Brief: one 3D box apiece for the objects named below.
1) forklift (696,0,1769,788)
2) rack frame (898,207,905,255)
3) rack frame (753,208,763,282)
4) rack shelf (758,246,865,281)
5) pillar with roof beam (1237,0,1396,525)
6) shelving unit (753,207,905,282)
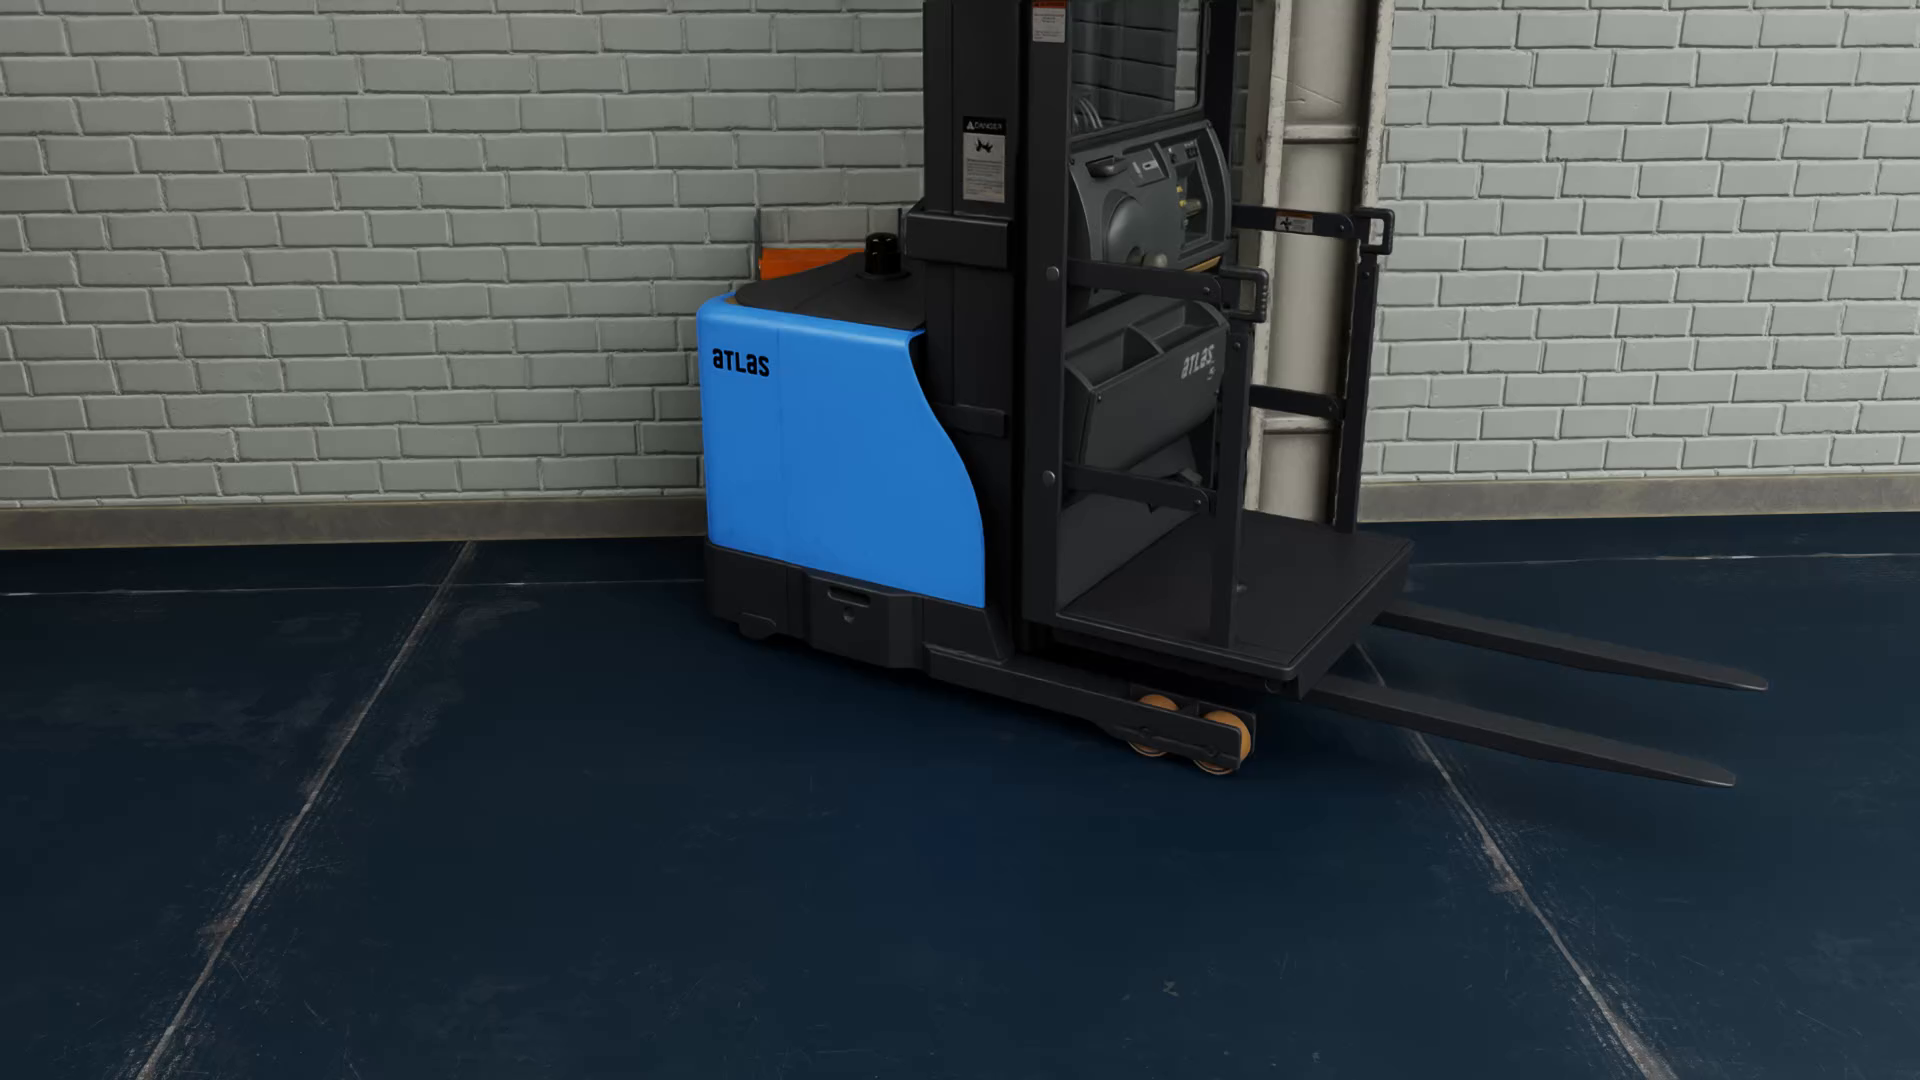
[{"bbox_3d":[0.716,-0.956,4.512,3.031,2.935,1.130,12,24,29],"label":"forklift"},{"bbox_3d":[-0.206,-0.551,5.868,0.015,1.200,0.240,-1,19,-4],"label":"rack frame"},{"bbox_3d":[-0.693,-0.543,5.833,0.015,1.200,0.240,-1,19,-4],"label":"rack frame"},{"bbox_3d":[-0.446,-0.918,5.722,0.480,0.148,0.258,-1,19,-4],"label":"rack shelf"},{"bbox_3d":[1.445,-2.693,0.548,0.400,9.000,9.100,-1,21,-3],"label":"pillar with roof beam"},{"bbox_3d":[-0.449,-0.547,5.851,0.503,1.200,0.258,-1,19,-4],"label":"shelving unit"}]
